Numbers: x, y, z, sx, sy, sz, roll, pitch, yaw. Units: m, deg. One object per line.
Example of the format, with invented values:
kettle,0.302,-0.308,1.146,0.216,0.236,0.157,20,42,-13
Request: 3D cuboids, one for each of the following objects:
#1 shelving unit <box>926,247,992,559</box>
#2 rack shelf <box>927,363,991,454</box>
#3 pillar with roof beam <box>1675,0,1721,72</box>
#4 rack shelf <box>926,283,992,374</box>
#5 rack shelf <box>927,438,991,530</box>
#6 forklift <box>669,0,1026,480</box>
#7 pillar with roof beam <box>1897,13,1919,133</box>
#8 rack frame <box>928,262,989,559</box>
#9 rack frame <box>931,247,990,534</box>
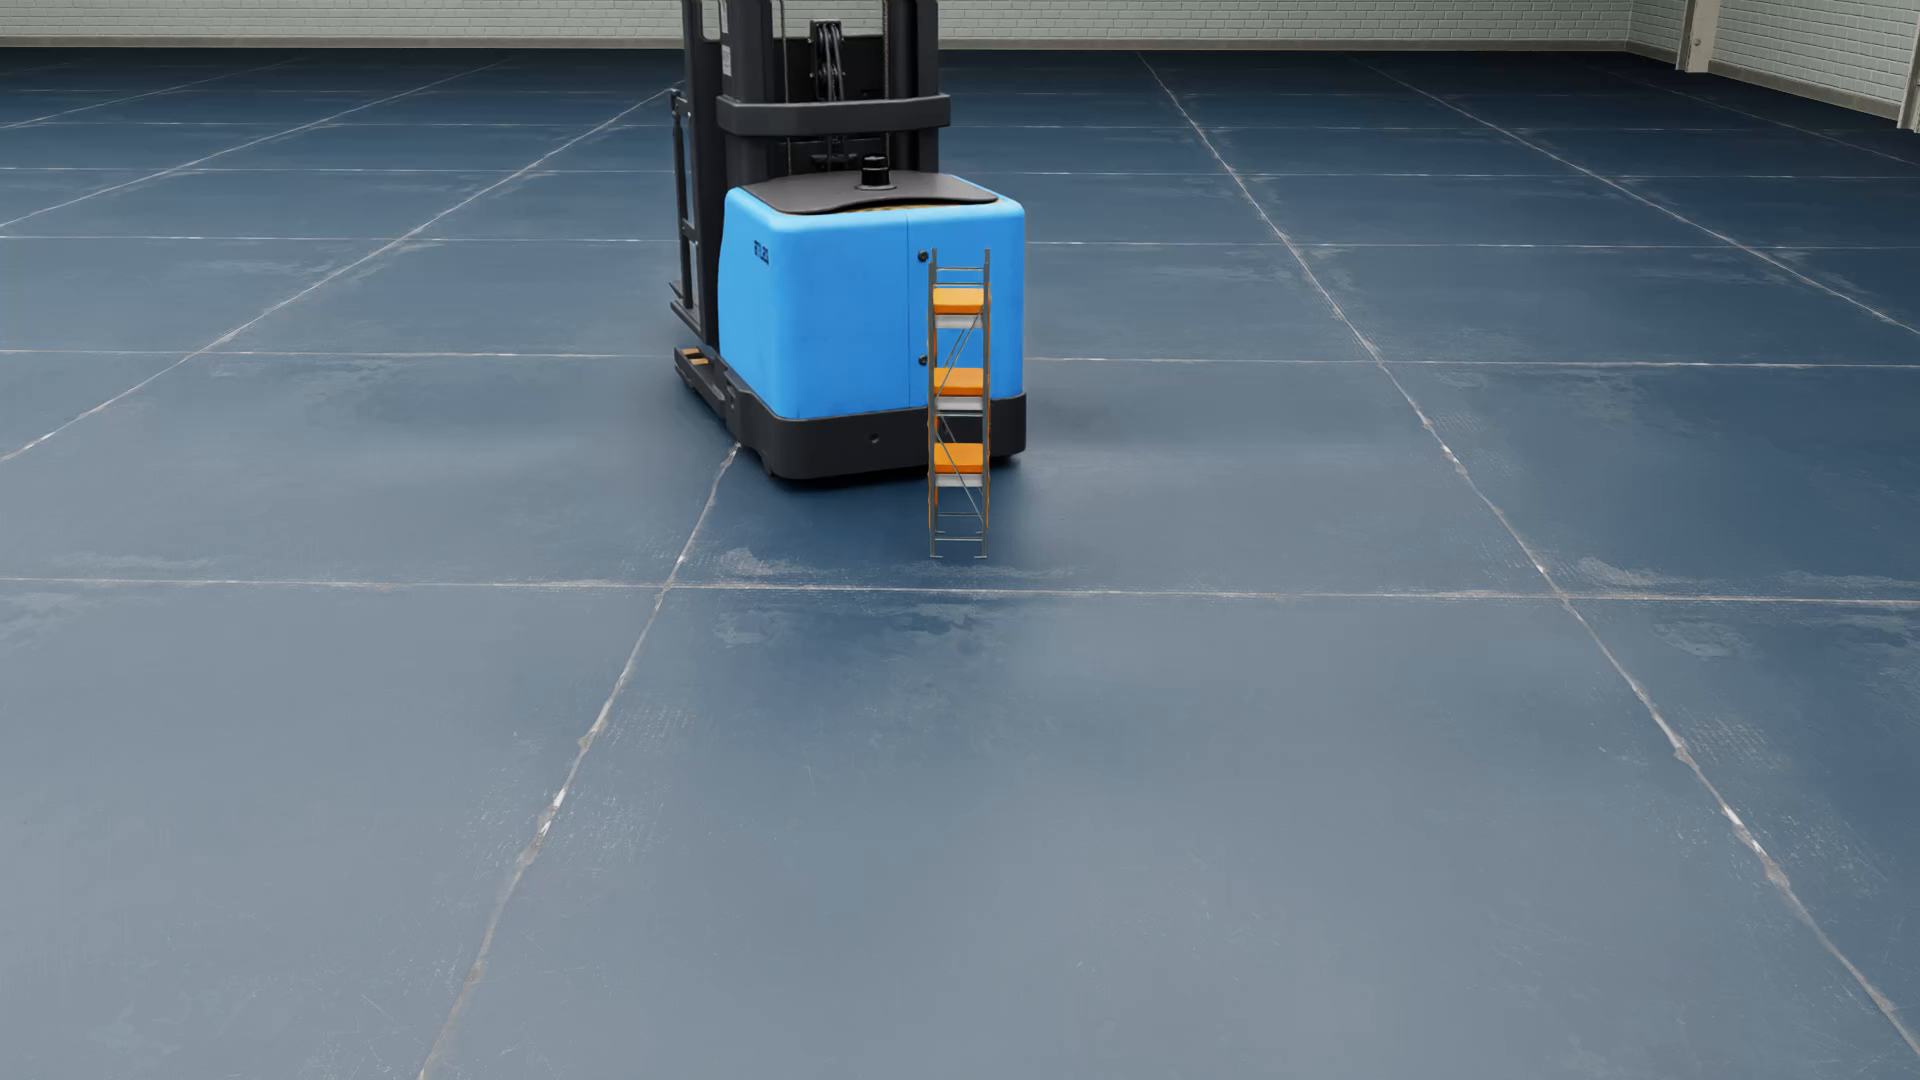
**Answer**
shelving unit,-0.002,-0.470,5.789,0.215,1.050,0.252,1,21,2
rack shelf,-0.002,-0.460,5.793,0.215,0.259,0.240,1,21,2
pillar with roof beam,5.433,-10.481,20.600,9.100,9.000,0.400,1,21,2
rack shelf,-0.002,-0.725,5.690,0.215,0.259,0.240,1,21,2
rack shelf,-0.002,-0.201,5.894,0.215,0.259,0.240,1,21,2
forklift,-0.727,-2.101,7.391,1.130,2.935,3.031,-8,23,-19
pillar with roof beam,5.251,-8.311,15.009,9.100,9.000,0.400,1,21,2
rack frame,-0.005,-0.426,5.675,0.200,1.050,0.008,1,21,2
rack frame,0.002,-0.514,5.903,0.200,1.050,0.008,1,21,2
